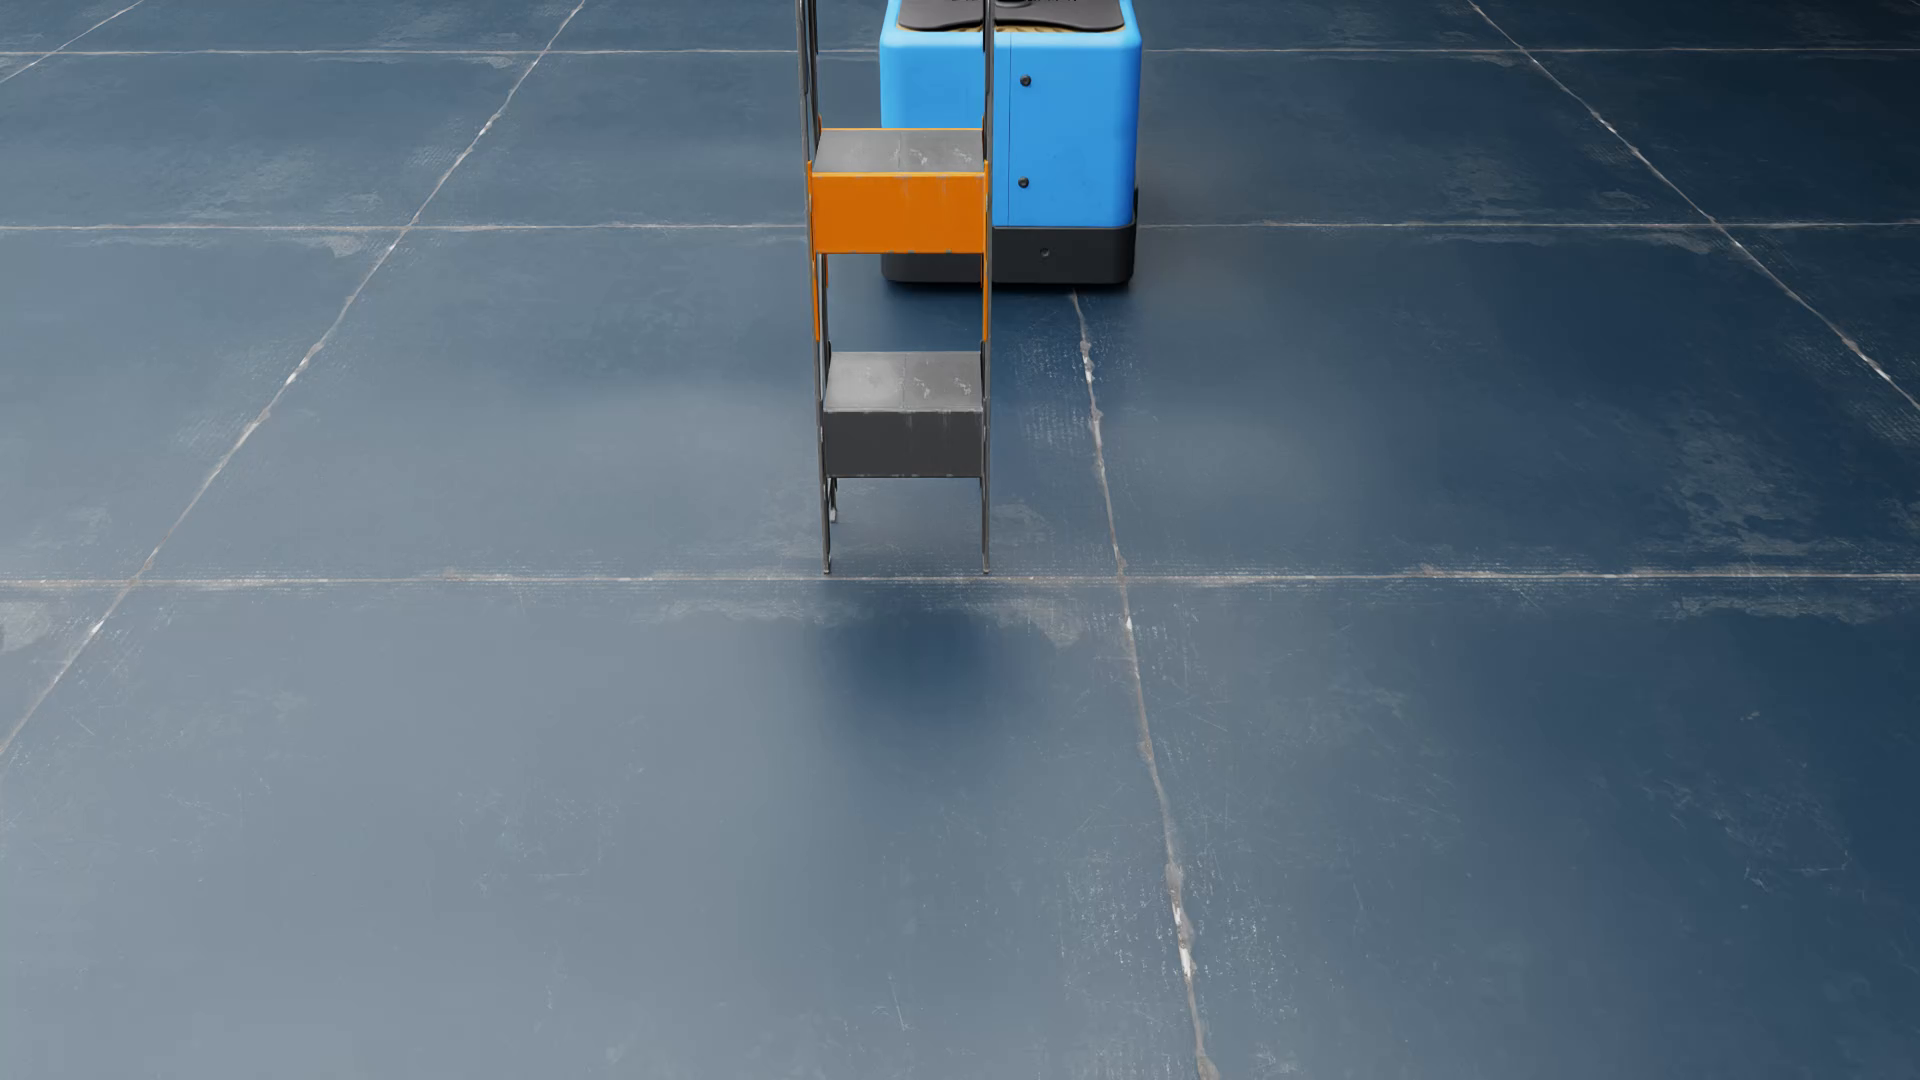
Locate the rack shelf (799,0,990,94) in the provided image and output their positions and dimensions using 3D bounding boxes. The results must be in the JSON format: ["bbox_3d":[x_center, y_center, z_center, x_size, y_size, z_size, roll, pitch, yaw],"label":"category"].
[{"bbox_3d":[-0.166,-1.484,4.348,0.480,0.518,0.431,0,31,0],"label":"rack shelf"}]

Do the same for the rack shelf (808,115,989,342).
[{"bbox_3d":[-0.166,-0.886,4.712,0.480,0.518,0.431,0,31,0],"label":"rack shelf"}]

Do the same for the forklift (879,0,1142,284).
[{"bbox_3d":[0.225,-3.037,7.430,1.130,2.935,3.031,1,31,1],"label":"forklift"}]

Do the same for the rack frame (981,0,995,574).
[{"bbox_3d":[0.078,-0.898,4.706,0.015,2.100,0.400,0,31,0],"label":"rack frame"}]

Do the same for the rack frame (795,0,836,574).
[{"bbox_3d":[-0.410,-0.896,4.703,0.015,2.100,0.400,0,31,0],"label":"rack frame"}]

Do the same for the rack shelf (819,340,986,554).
[{"bbox_3d":[-0.166,-0.287,5.075,0.480,0.518,0.431,0,31,0],"label":"rack shelf"}]

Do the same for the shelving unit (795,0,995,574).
[{"bbox_3d":[-0.166,-0.897,4.705,0.503,2.100,0.431,0,31,0],"label":"shelving unit"}]
